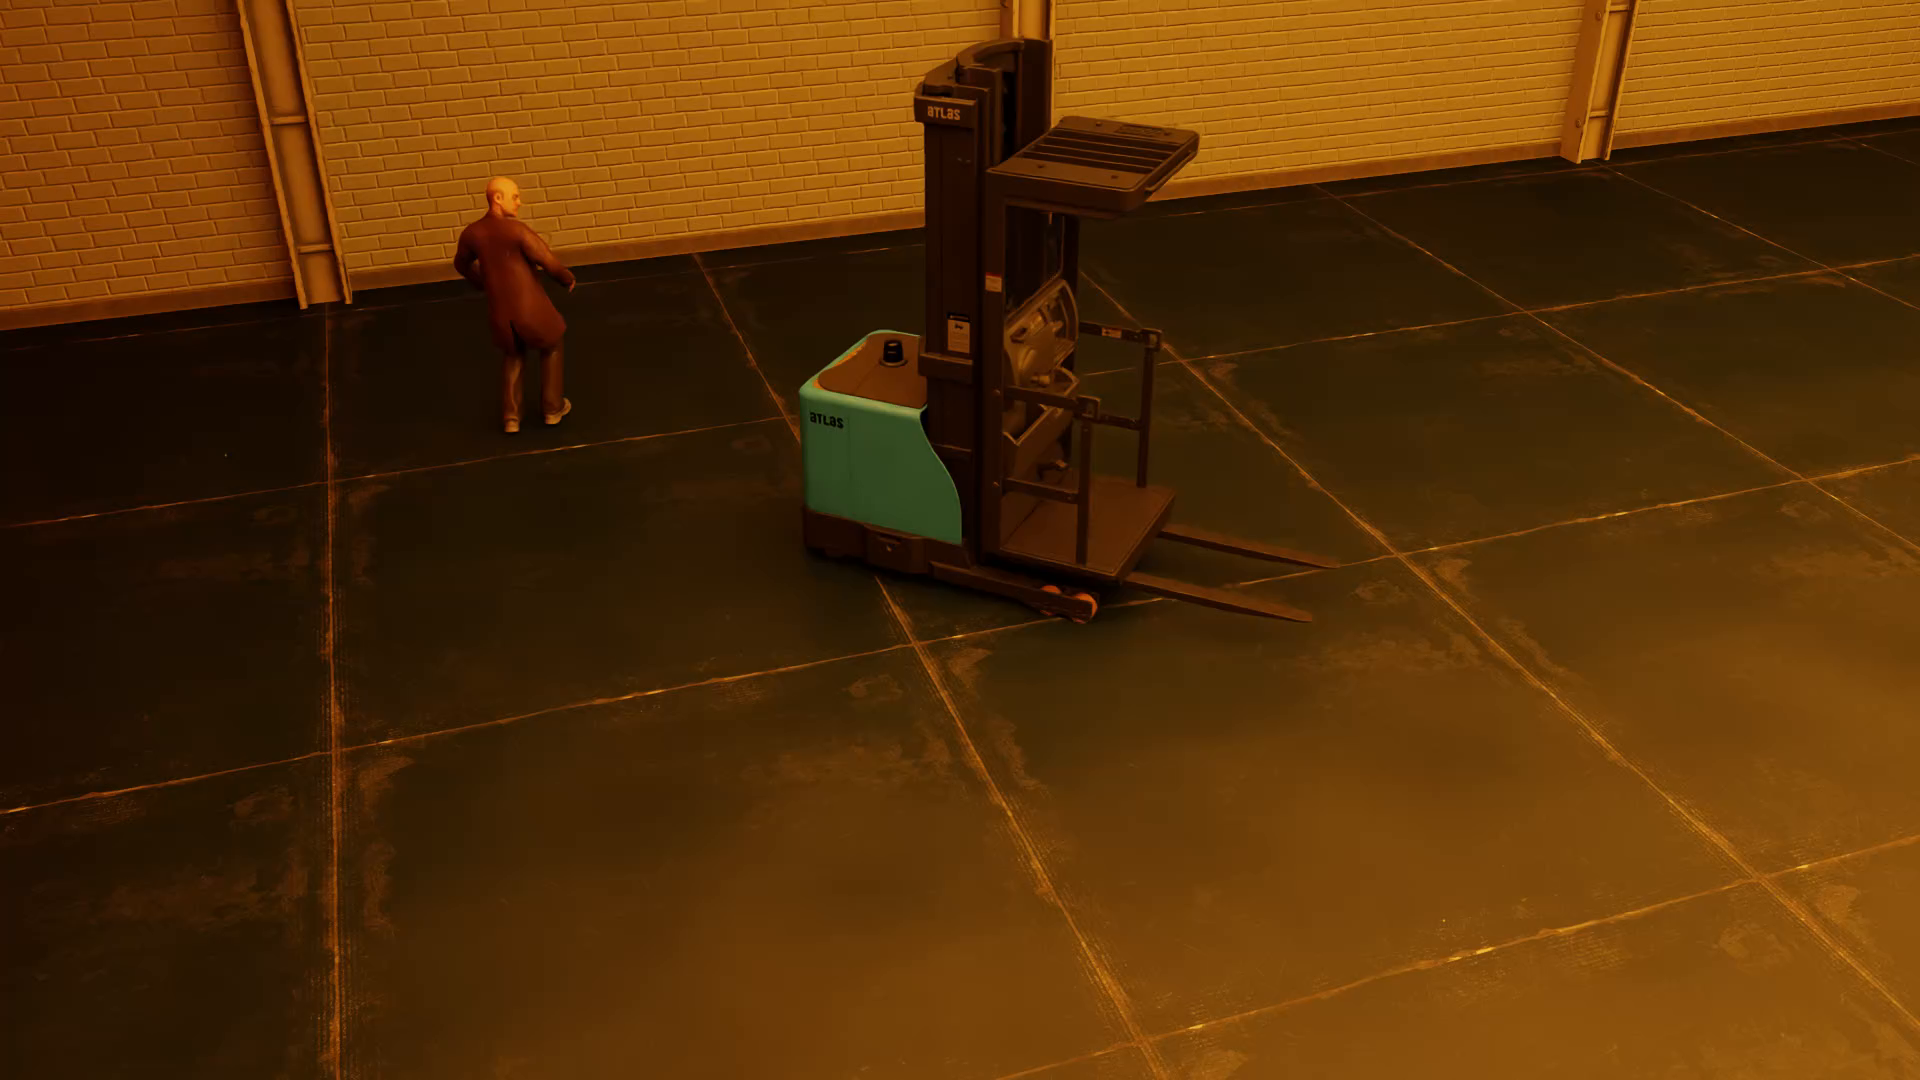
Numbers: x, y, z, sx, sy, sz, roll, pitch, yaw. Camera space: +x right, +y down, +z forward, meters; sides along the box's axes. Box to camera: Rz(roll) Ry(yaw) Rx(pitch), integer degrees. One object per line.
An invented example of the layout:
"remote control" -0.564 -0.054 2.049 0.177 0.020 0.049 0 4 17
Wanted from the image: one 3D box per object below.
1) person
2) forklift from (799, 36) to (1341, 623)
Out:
"person" -2.924 -1.564 11.051 0.825 1.728 0.551 7 31 13
"forklift" 0.630 -1.111 9.018 3.031 2.935 1.130 13 32 21
